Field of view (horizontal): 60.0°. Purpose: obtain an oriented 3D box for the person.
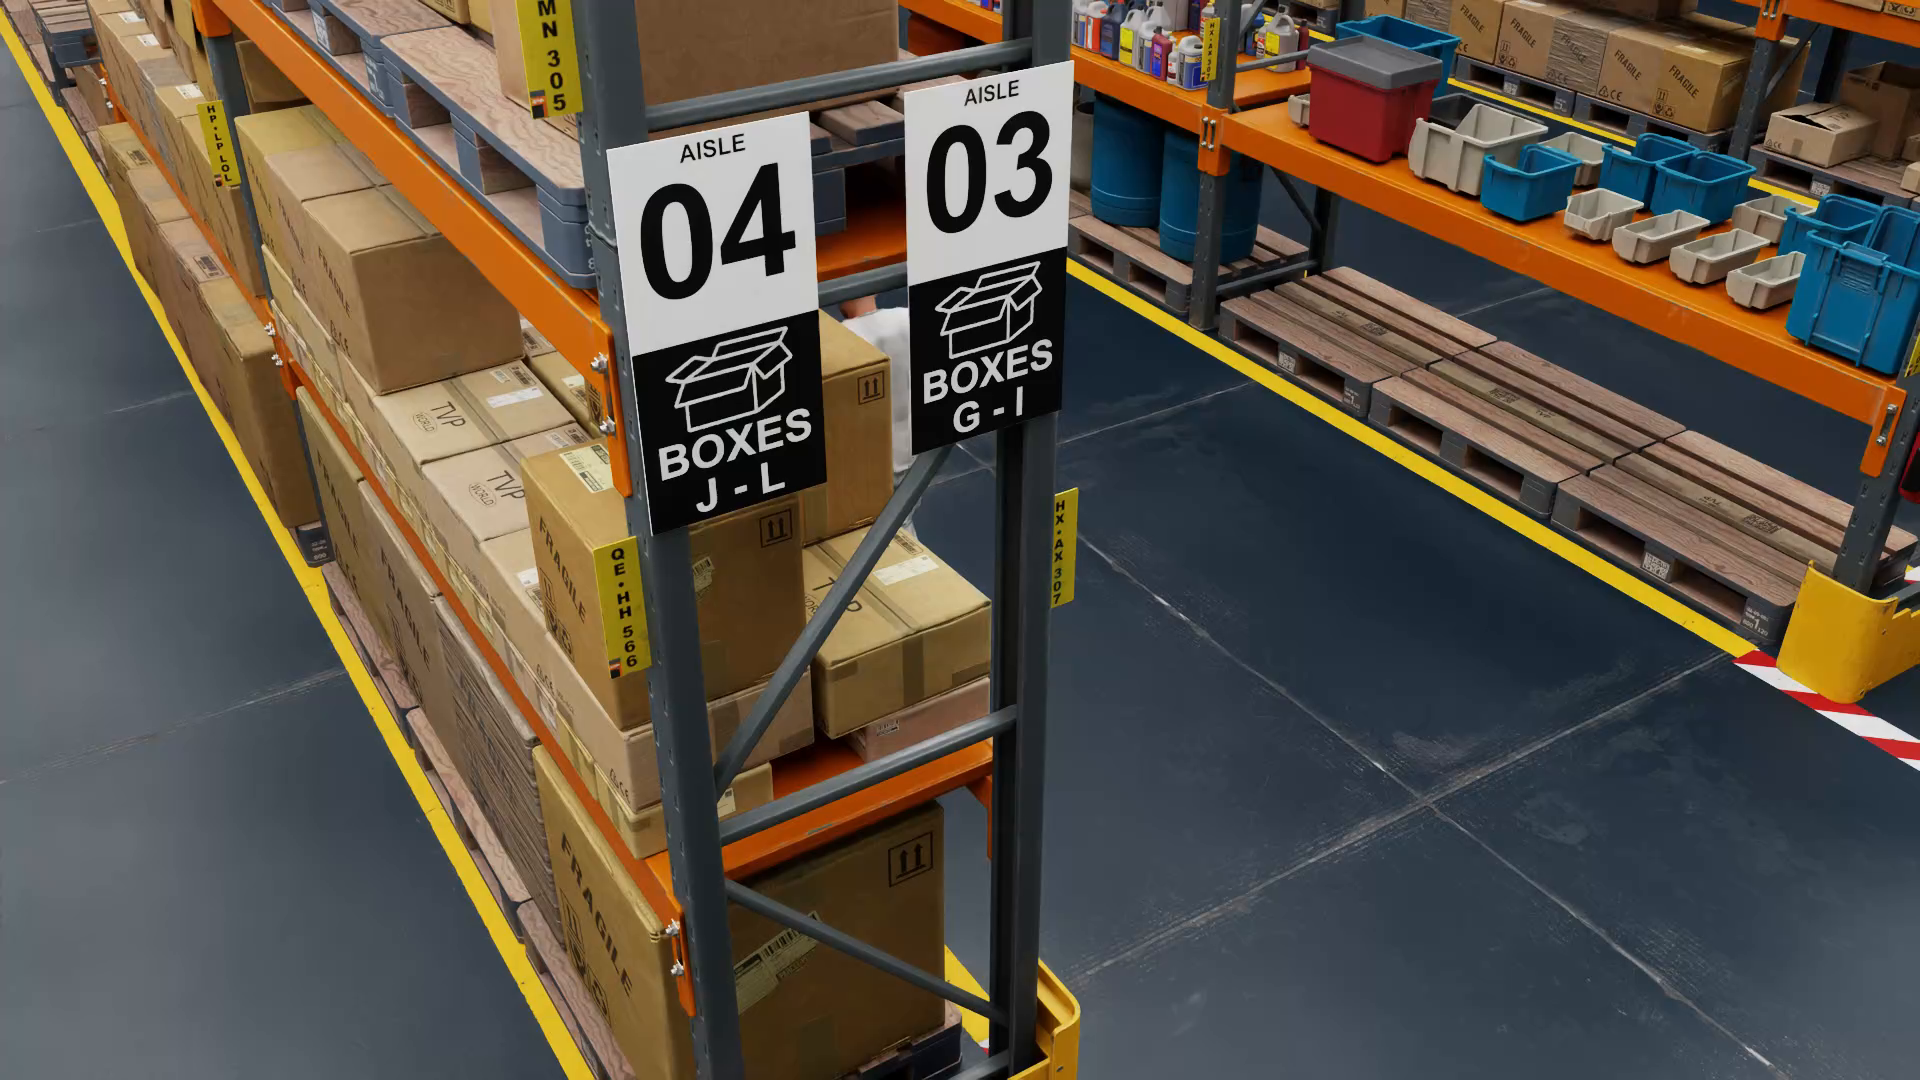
[{"bbox_3d":[-0.381,-0.343,6.701,0.541,1.744,0.443,-18,37,-26],"label":"person"}]
